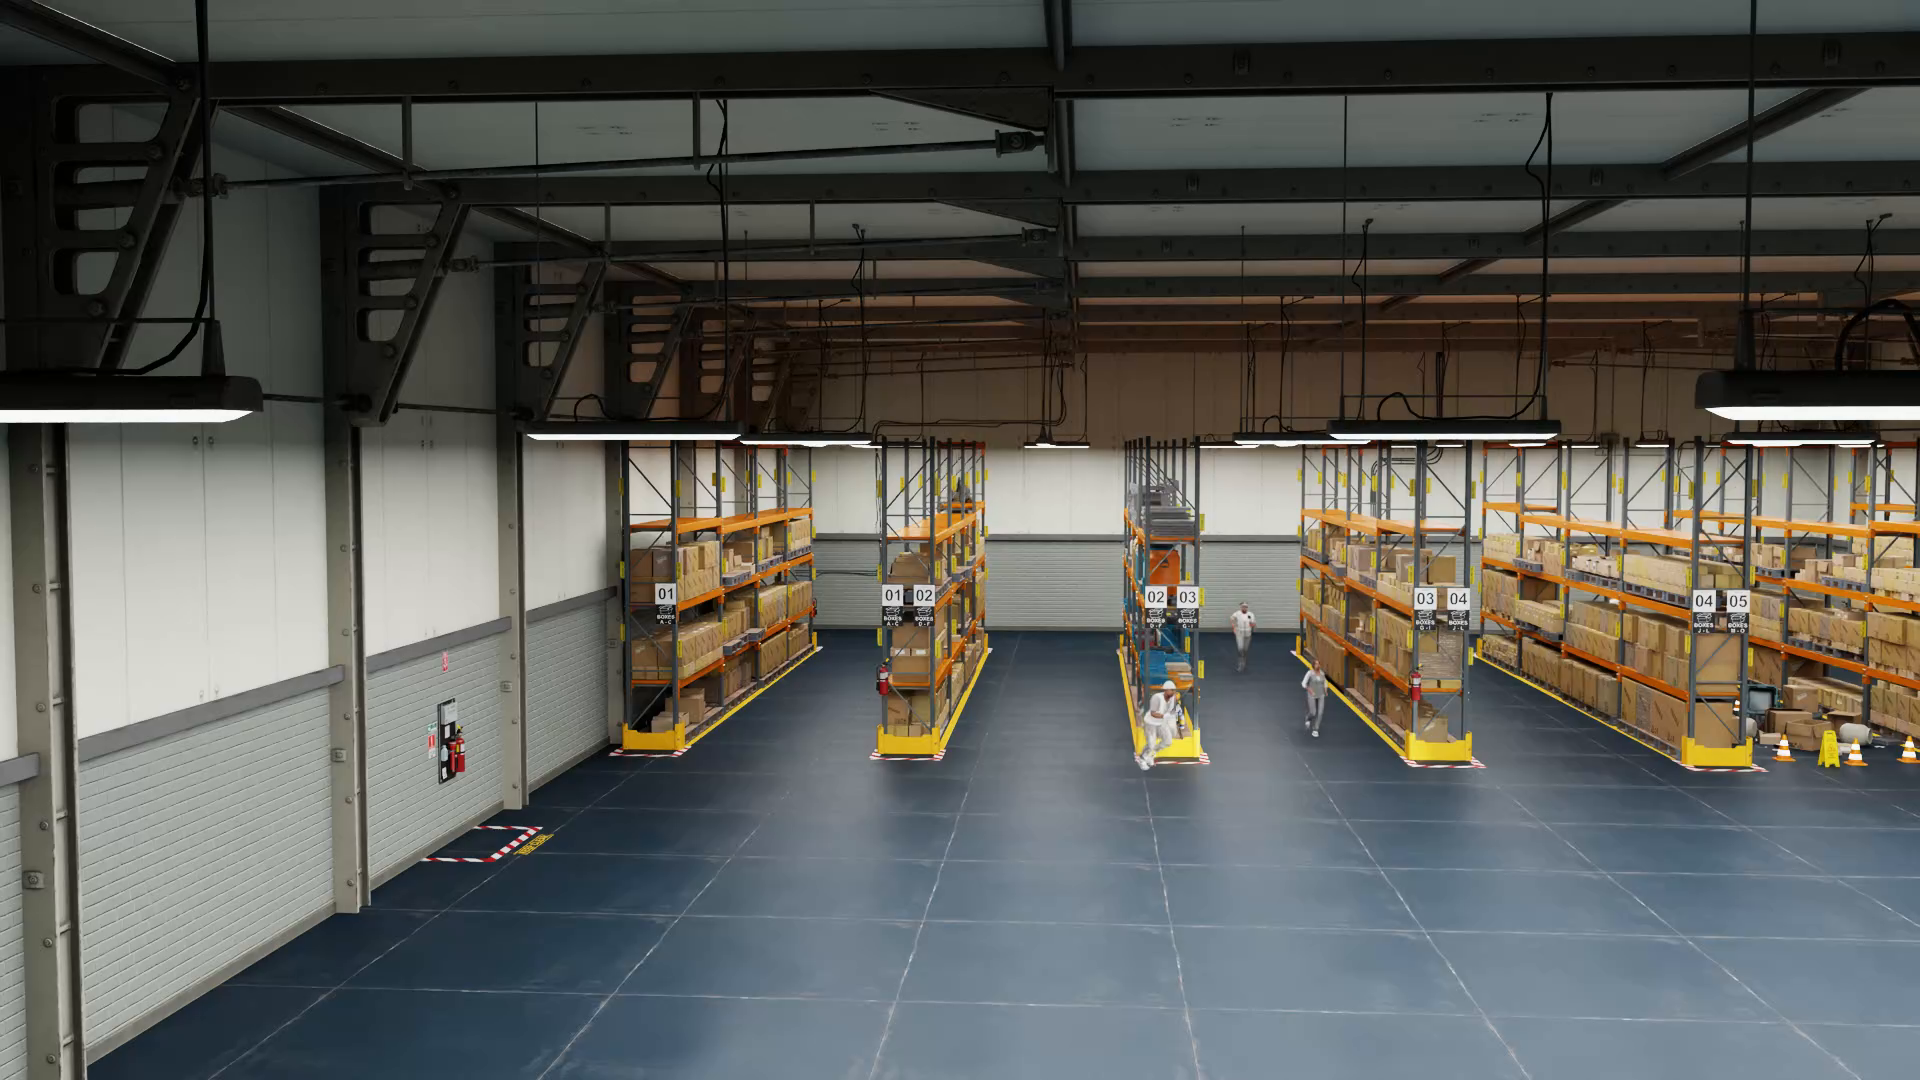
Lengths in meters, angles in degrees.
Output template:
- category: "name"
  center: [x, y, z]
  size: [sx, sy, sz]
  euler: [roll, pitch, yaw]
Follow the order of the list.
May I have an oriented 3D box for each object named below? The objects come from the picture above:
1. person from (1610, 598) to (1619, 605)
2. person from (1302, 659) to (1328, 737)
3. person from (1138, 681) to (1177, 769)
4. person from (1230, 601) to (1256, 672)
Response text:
- category: "person"
  center: [18.801, 2.278, 48.155]
  size: [0.881, 1.747, 0.701]
  euler: [-1, 3, -16]
- category: "person"
  center: [7.138, 3.157, 33.418]
  size: [0.534, 1.553, 0.557]
  euler: [0, 3, -8]
- category: "person"
  center: [3.597, 3.305, 29.744]
  size: [0.709, 1.635, 0.904]
  euler: [-3, 4, -42]
- category: "person"
  center: [7.429, 2.521, 43.532]
  size: [0.642, 1.854, 0.800]
  euler: [0, 3, -4]
